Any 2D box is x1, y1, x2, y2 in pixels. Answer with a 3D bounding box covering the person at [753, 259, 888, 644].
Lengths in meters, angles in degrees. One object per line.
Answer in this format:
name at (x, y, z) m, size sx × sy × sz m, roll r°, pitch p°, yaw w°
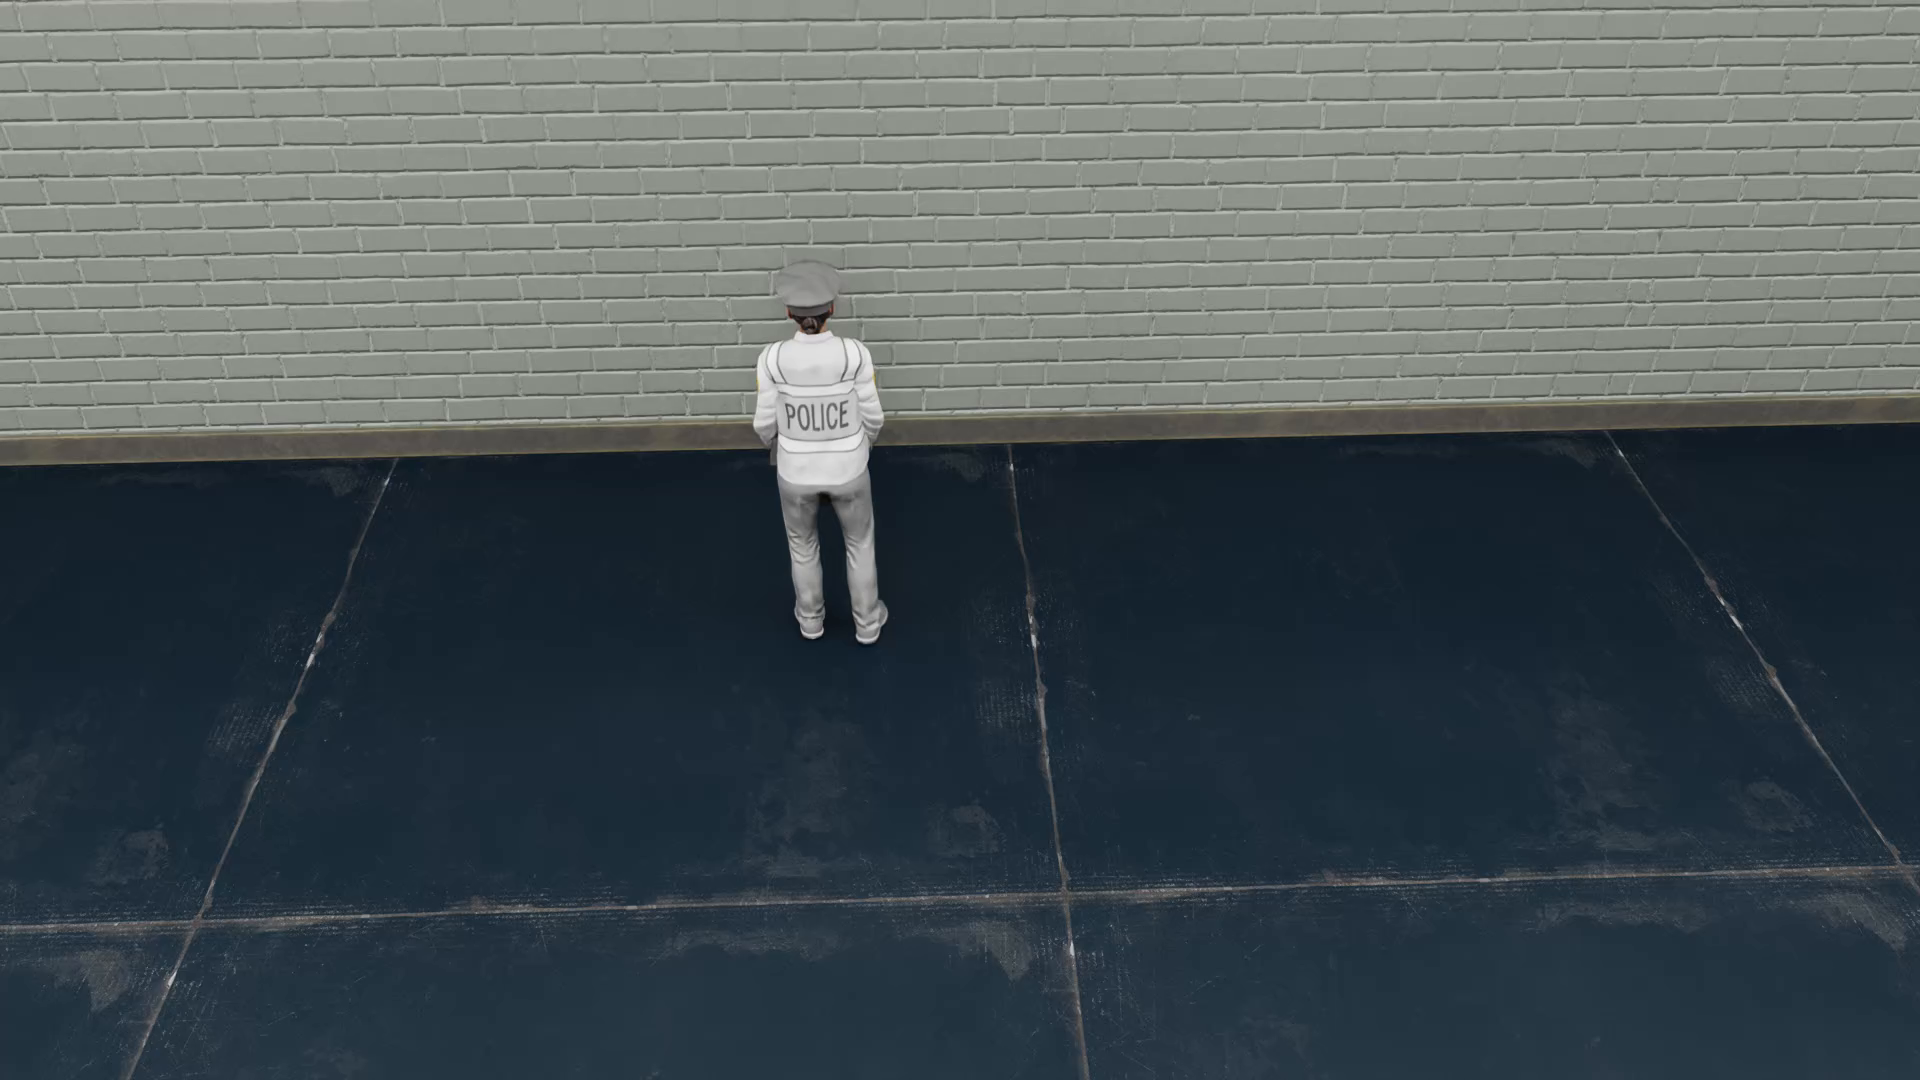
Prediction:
person at (-0.546, -0.307, 6.560) m, size 0.502 × 1.680 × 0.410 m, roll -2°, pitch 36°, yaw -3°
